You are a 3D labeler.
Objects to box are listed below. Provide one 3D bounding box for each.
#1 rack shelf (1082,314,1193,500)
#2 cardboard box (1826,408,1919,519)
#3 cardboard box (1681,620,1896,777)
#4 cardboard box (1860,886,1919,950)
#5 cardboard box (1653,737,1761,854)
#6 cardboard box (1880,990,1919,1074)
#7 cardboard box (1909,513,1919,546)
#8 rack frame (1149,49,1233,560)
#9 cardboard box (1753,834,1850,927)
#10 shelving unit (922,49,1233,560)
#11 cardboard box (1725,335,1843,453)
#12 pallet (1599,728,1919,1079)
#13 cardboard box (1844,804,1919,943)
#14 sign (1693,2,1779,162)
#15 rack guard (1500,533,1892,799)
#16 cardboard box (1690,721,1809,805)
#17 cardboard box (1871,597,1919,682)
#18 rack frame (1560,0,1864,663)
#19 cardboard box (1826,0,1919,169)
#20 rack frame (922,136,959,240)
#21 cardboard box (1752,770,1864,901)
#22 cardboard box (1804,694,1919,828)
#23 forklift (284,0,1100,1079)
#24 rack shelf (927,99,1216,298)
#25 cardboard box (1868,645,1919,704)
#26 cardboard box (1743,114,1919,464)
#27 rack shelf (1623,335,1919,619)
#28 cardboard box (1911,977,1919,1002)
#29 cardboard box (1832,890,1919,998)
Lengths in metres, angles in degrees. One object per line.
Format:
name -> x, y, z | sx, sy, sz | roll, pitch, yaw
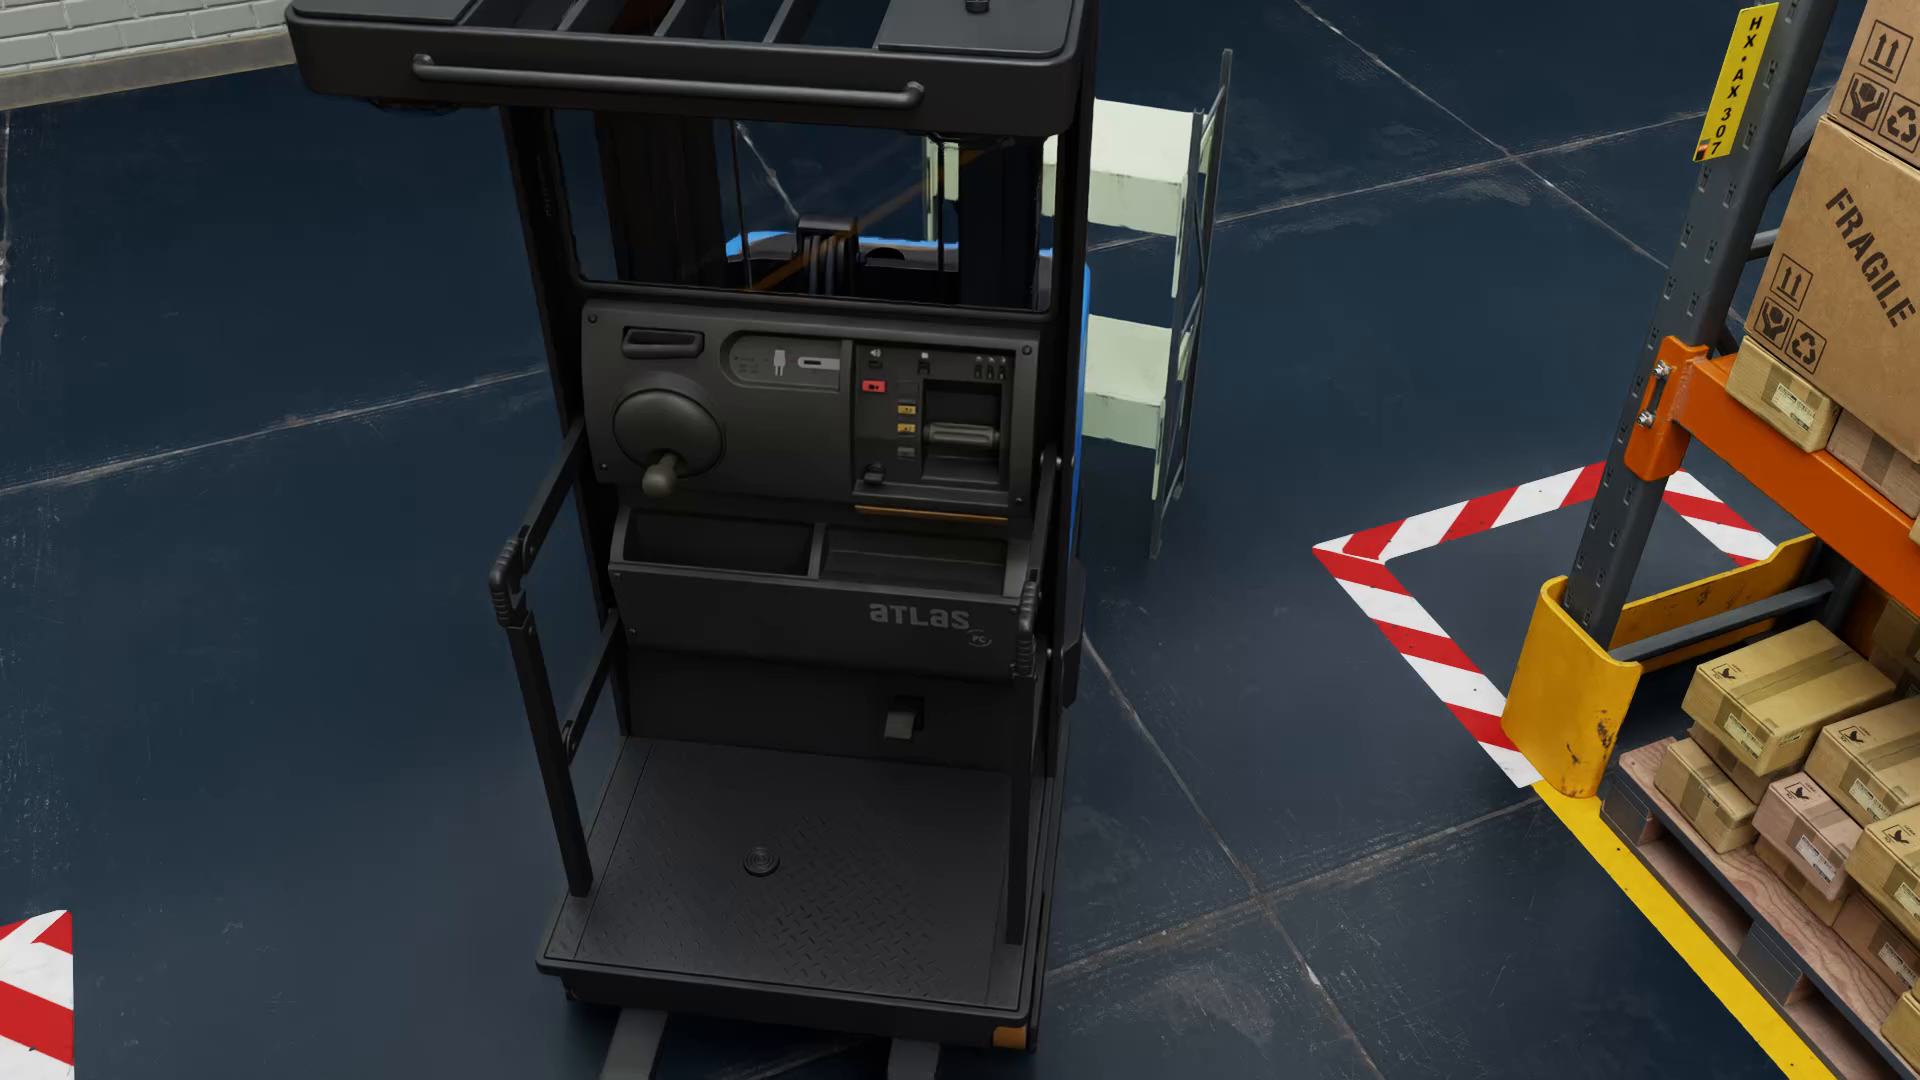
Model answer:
rack shelf -> 0.317, -0.462, 5.137 | 0.720, 0.370, 0.431 | 12, 42, 14
cardboard box -> 2.024, -0.212, 3.388 | 0.380, 0.149, 0.250 | -14, 43, -15
cardboard box -> 1.953, 0.370, 3.928 | 0.380, 0.149, 0.250 | -17, 44, -19
cardboard box -> 2.258, 0.766, 3.695 | 0.380, 0.149, 0.250 | -15, 43, -16
cardboard box -> 1.972, 0.590, 4.127 | 0.380, 0.149, 0.250 | -14, 43, -16
cardboard box -> 2.245, 1.057, 3.585 | 0.380, 0.149, 0.250 | -15, 43, -16
cardboard box -> 2.077, -0.036, 3.184 | 0.380, 0.149, 0.250 | -16, 43, -18
rack frame -> 0.663, -0.633, 4.836 | 0.023, 1.500, 0.400 | 12, 42, 14
cardboard box -> 2.147, 0.728, 3.968 | 0.380, 0.149, 0.250 | -15, 43, -17
shelving unit -> 0.317, -0.709, 4.924 | 0.755, 1.500, 0.431 | 12, 42, 14
cardboard box -> 1.888, -0.355, 3.555 | 0.380, 0.149, 0.250 | -15, 43, -17
pallet -> 2.374, 0.874, 4.071 | 1.003, 0.211, 1.213 | -15, 43, -17
cardboard box -> 2.148, 0.689, 3.556 | 0.380, 0.149, 0.250 | -15, 43, -17
sign -> 1.566, -0.920, 3.355 | 0.100, 0.325, 0.005 | -15, 43, -17
rack guard -> 2.096, 0.267, 4.556 | 1.175, 0.500, 0.348 | -15, 43, -17
cardboard box -> 2.030, 0.462, 4.049 | 0.380, 0.149, 0.250 | -13, 42, -15
cardboard box -> 2.504, 0.225, 4.096 | 0.380, 0.149, 0.250 | -15, 43, -16
rack frame -> 2.067, -0.727, 3.795 | 1.000, 3.000, 0.127 | -15, 43, -17
cardboard box -> 1.993, -0.920, 2.948 | 0.500, 0.500, 0.500 | -15, 43, -17
rack frame -> -0.030, -0.785, 5.013 | 0.023, 1.500, 0.400 | 12, 42, 14
cardboard box -> 2.083, 0.641, 3.841 | 0.380, 0.149, 0.250 | -15, 43, -17
cardboard box -> 2.170, 0.506, 3.769 | 0.380, 0.149, 0.250 | -14, 43, -16
forklift -> -0.334, -0.178, 3.209 | 1.130, 2.935, 3.031 | 5, 41, 6
rack shelf -> 0.317, -1.005, 4.670 | 0.720, 0.370, 0.431 | 12, 42, 14
cardboard box -> 2.533, 0.329, 4.203 | 0.380, 0.149, 0.250 | -16, 43, -18
cardboard box -> 1.983, -0.538, 3.270 | 0.500, 0.500, 0.500 | -13, 42, -15
rack shelf -> 2.832, 0.751, 2.628 | 1.077, 0.370, 4.000 | -15, 43, -17
cardboard box -> 2.256, 0.948, 3.484 | 0.380, 0.149, 0.250 | -14, 43, -16
cardboard box -> 2.249, 0.875, 3.796 | 0.380, 0.149, 0.250 | -15, 43, -16
